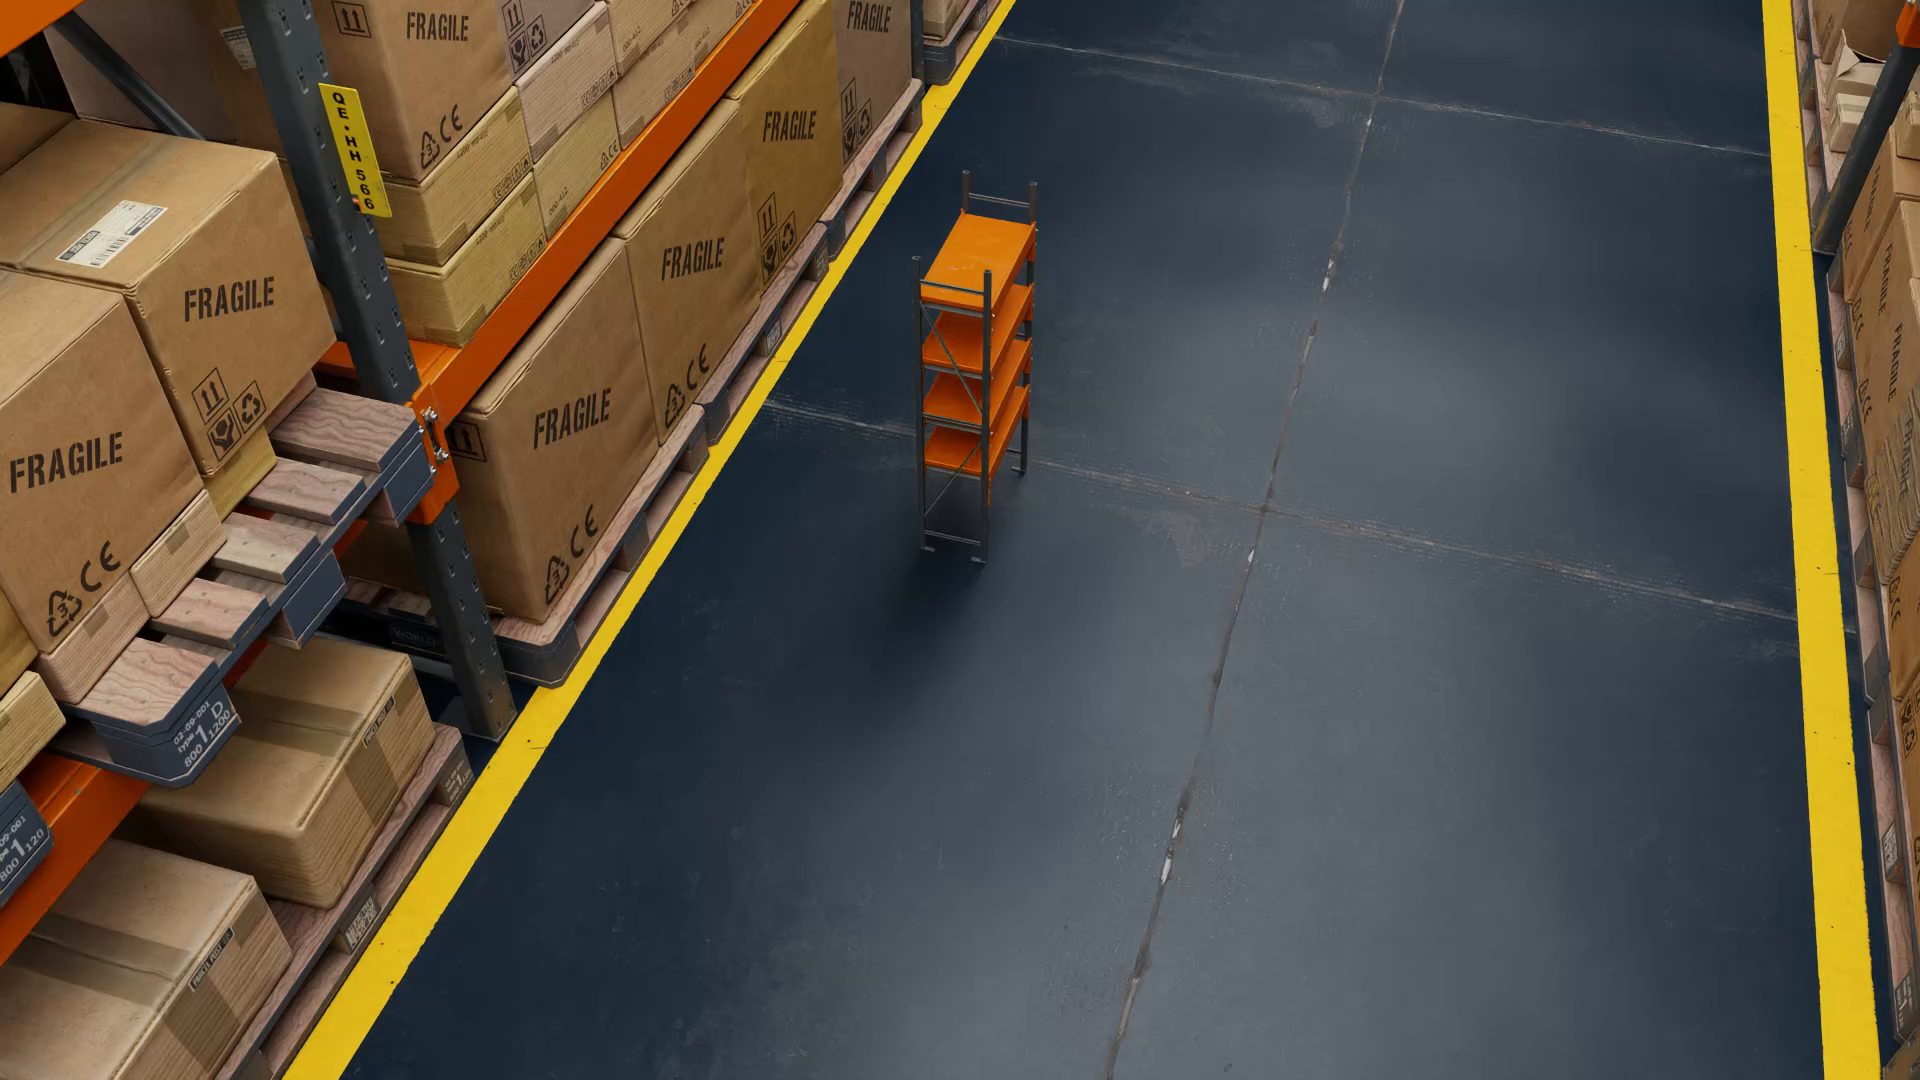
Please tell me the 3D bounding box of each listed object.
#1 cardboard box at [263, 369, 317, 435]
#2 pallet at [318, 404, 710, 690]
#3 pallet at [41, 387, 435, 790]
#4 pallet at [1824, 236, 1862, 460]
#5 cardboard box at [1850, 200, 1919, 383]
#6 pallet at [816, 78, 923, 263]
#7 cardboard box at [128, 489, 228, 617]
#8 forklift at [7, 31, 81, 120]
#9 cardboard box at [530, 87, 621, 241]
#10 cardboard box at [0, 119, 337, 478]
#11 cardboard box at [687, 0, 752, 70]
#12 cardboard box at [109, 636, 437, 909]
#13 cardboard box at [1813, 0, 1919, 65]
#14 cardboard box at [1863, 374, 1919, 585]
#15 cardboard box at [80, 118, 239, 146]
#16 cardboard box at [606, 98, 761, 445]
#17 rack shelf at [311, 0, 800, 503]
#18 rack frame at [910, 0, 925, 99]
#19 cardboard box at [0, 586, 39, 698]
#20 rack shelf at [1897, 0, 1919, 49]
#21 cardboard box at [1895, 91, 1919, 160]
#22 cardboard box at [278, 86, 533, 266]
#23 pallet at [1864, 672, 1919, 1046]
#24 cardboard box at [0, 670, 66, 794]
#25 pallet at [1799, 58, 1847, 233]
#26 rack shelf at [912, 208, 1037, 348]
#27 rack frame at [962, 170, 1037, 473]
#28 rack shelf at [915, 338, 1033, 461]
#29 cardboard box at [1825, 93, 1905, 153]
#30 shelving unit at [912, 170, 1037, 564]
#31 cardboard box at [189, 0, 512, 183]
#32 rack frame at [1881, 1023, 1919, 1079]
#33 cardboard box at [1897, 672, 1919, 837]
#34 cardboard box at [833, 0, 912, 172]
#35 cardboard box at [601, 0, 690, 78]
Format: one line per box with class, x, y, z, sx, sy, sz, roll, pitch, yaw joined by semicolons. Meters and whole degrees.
cardboard box;-1.748;-0.382;3.875;0.380;0.149;0.250;14;46;14
pallet;-1.563;-0.103;5.705;1.003;0.211;1.213;13;46;13
pallet;-1.988;-0.024;3.767;1.213;0.211;1.003;13;46;13
pallet;3.859;-0.661;6.275;1.003;0.211;1.213;13;46;13
cardboard box;3.557;-0.833;5.943;0.500;0.500;0.500;12;46;12
pallet;-0.824;-1.730;7.367;1.003;0.211;1.213;13;46;13
cardboard box;-1.794;-0.011;3.496;0.380;0.149;0.250;12;46;12
forklift;-3.279;-1.379;5.063;1.130;2.935;3.031;25;50;24
cardboard box;-1.347;-1.156;4.894;0.500;0.250;0.500;11;46;11
cardboard box;-1.746;-0.521;3.553;0.500;0.500;0.500;11;46;11
cardboard box;-1.036;-1.834;5.587;0.500;0.250;0.500;13;46;13
cardboard box;-2.054;0.573;4.598;0.950;0.372;0.625;10;45;10
cardboard box;4.395;-2.490;7.636;0.700;0.500;0.500;11;45;11
cardboard box;3.239;-0.156;5.252;0.500;0.500;0.500;11;45;11
cardboard box;-1.969;-1.092;4.471;0.500;0.250;0.500;12;46;12
cardboard box;-1.311;-1.017;5.864;0.875;0.875;0.875;13;46;13
rack shelf;-1.268;-1.666;5.823;1.077;0.370;4.000;13;46;13
rack frame;-0.662;-3.257;6.933;1.000;3.000;0.127;13;46;13
cardboard box;-2.044;0.163;2.854;0.500;0.500;0.500;10;45;10
rack shelf;3.464;-0.618;4.751;1.077;0.370;4.000;13;46;13
cardboard box;3.707;-1.513;6.175;0.380;0.149;0.250;15;46;14
cardboard box;-1.485;-1.001;4.378;0.500;0.250;0.500;12;46;12
pallet;3.121;0.966;4.612;1.003;0.211;1.213;13;46;13
cardboard box;-1.948;0.342;3.135;0.380;0.149;0.250;13;46;13
pallet;4.279;-1.669;7.304;1.003;0.211;1.213;13;46;13
rack shelf;0.050;-0.820;5.168;0.258;0.148;0.480;13;46;13
rack frame;0.124;-0.702;5.609;0.240;1.200;0.015;13;46;13
rack shelf;0.050;-0.491;5.490;0.258;0.148;0.480;13;46;13
cardboard box;3.959;-1.772;7.155;0.380;0.149;0.250;11;45;11
shelving unit;0.050;-0.539;5.443;0.258;1.200;0.503;13;46;13
cardboard box;-1.491;-1.260;4.107;0.500;0.500;0.500;11;45;11
rack frame;2.858;0.458;3.137;1.000;3.000;0.127;13;46;13
cardboard box;2.943;0.543;4.537;0.500;0.500;0.500;12;46;12
cardboard box;-0.774;-2.217;7.090;0.875;0.875;0.875;14;46;14
cardboard box;-1.164;-1.675;5.067;0.500;0.250;0.500;12;46;12
